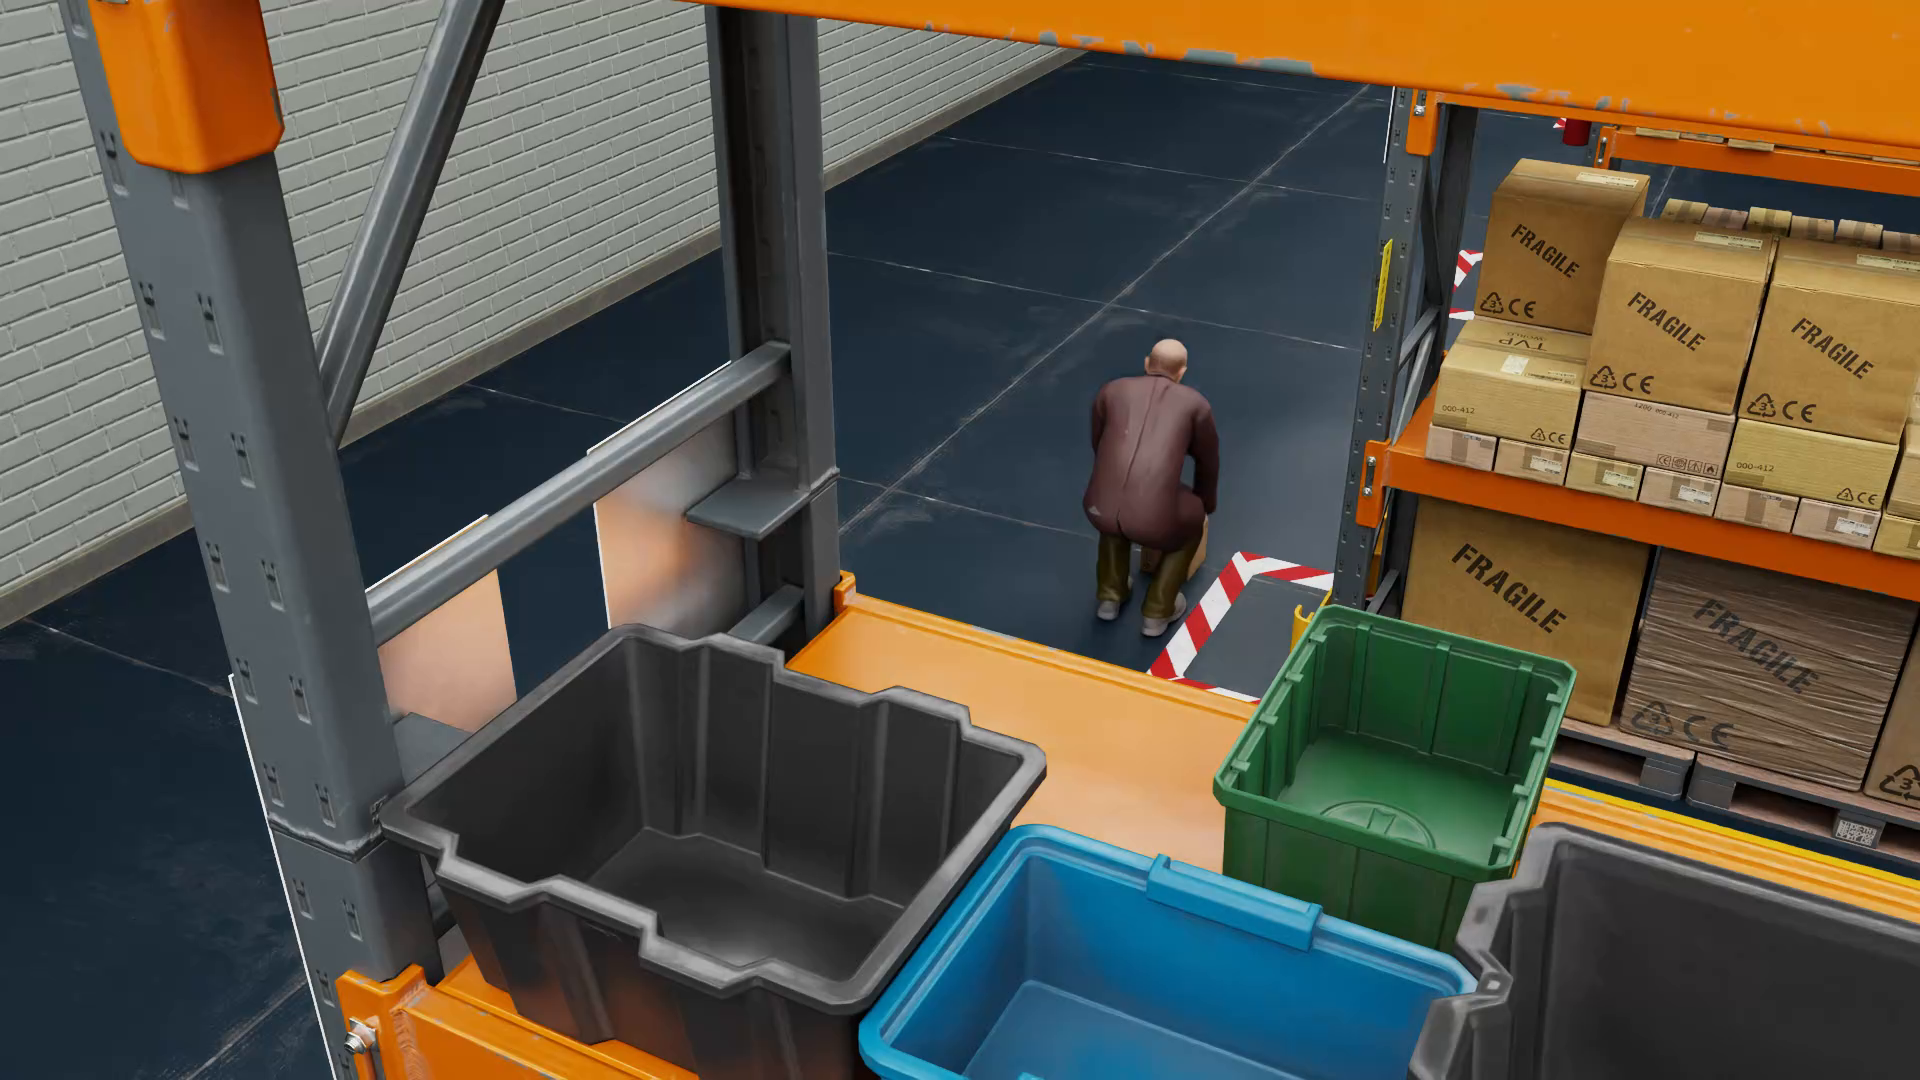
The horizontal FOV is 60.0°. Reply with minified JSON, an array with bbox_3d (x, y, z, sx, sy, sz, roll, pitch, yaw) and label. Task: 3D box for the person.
[{"bbox_3d":[0.834,-0.226,7.593,0.631,1.234,0.803,14,33,23],"label":"person"}]
